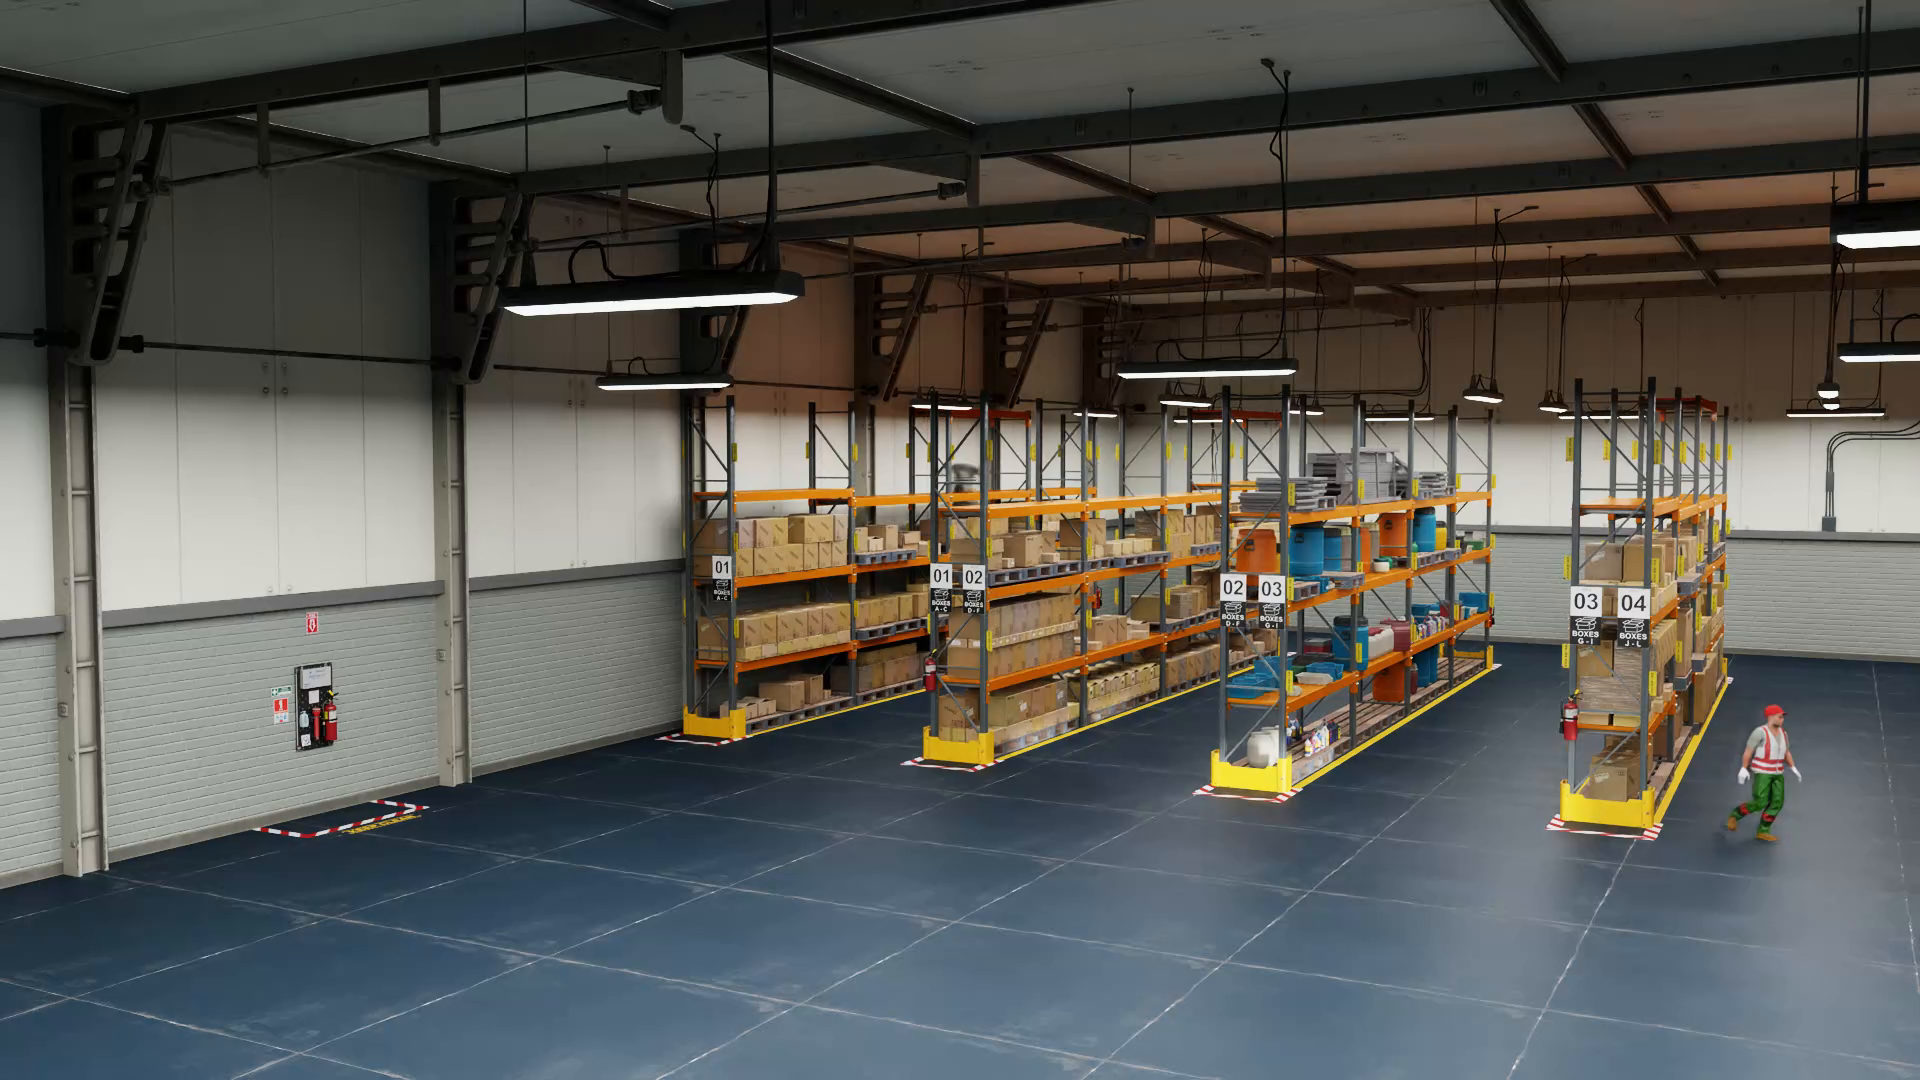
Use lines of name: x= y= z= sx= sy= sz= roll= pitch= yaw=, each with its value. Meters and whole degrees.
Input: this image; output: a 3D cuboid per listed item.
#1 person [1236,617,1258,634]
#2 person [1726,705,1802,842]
person: x=7.440 y=2.044 z=42.768 sx=0.562 sy=1.431 sz=0.785 roll=-2 pitch=4 yaw=-38
person: x=10.351 y=2.988 z=21.452 sx=0.703 sy=1.757 sz=0.693 roll=-1 pitch=3 yaw=-22
